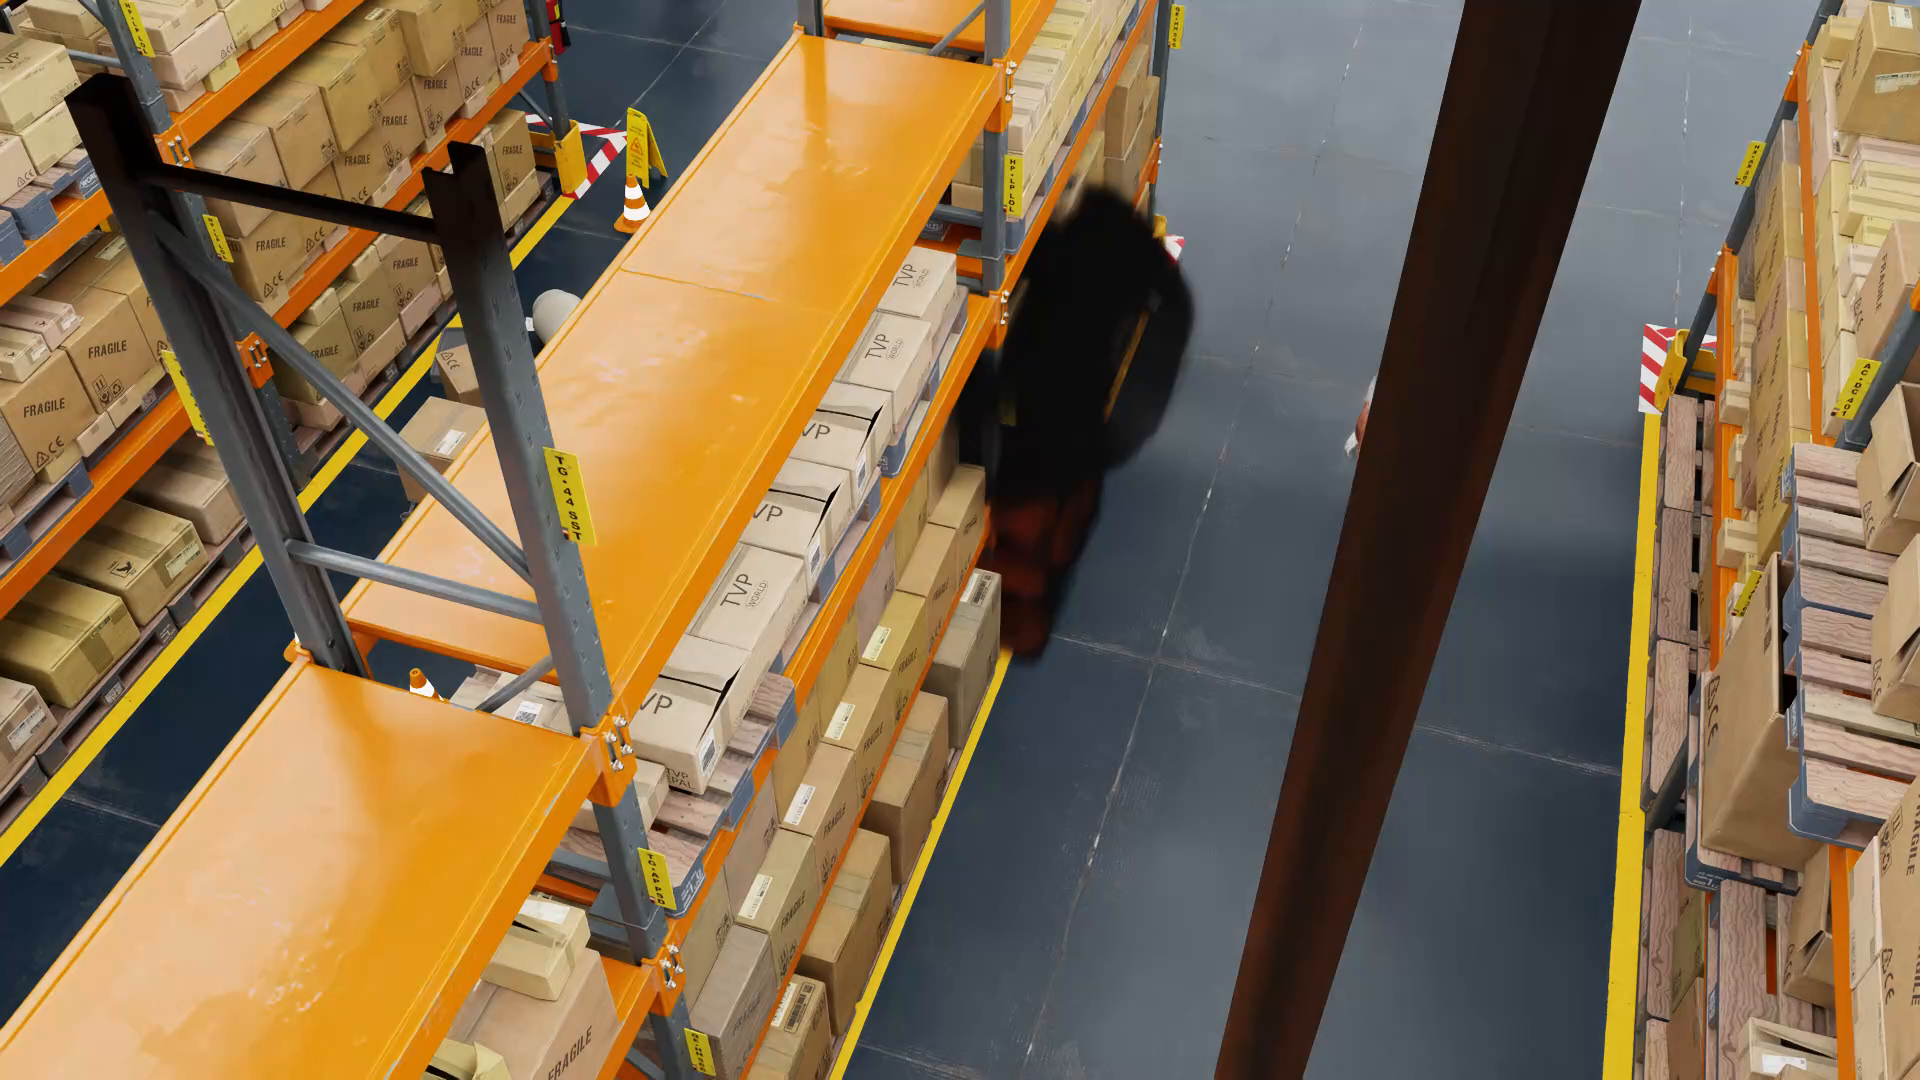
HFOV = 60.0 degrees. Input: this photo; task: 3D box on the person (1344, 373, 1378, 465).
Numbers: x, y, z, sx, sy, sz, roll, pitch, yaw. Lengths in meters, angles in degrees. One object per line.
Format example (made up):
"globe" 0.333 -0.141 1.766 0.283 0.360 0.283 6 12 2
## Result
"person" 2.625 -0.563 10.060 0.627 1.885 0.816 6 46 6
